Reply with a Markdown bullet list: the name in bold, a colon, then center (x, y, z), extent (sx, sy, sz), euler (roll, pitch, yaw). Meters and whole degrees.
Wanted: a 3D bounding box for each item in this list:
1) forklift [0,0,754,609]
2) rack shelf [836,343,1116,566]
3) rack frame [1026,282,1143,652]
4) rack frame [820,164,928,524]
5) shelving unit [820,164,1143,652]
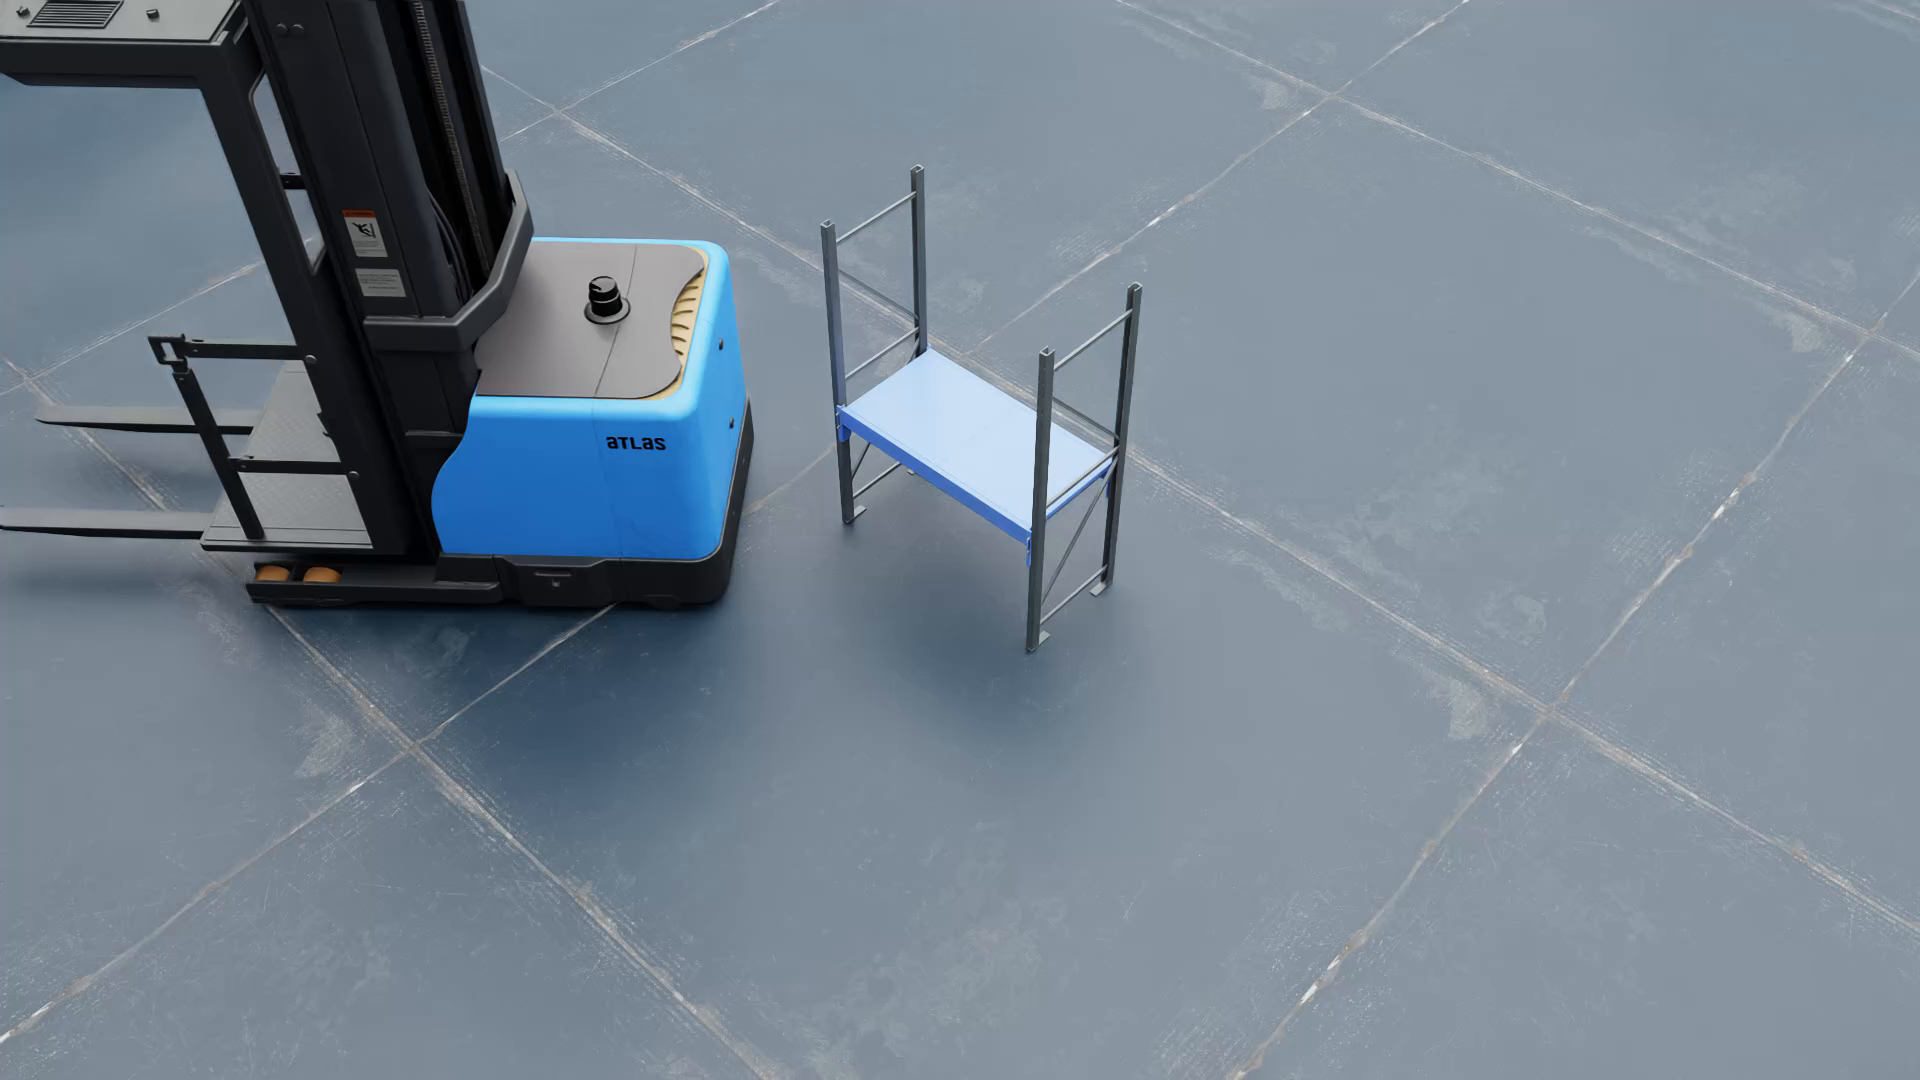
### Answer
- **forklift**: center (-2.417, -1.124, 5.903), extent (3.031, 2.935, 1.130), euler (1, 47, 1)
- **rack shelf**: center (0.063, -0.348, 6.403), extent (1.000, 0.185, 0.538), euler (34, 55, 28)
- **rack frame**: center (0.436, -0.220, 6.036), extent (0.032, 1.500, 0.500), euler (34, 55, 28)
- **rack frame**: center (-0.311, -0.723, 6.508), extent (0.032, 1.500, 0.500), euler (34, 55, 28)
- **shelving unit**: center (0.063, -0.471, 6.272), extent (1.048, 1.500, 0.538), euler (34, 55, 28)
